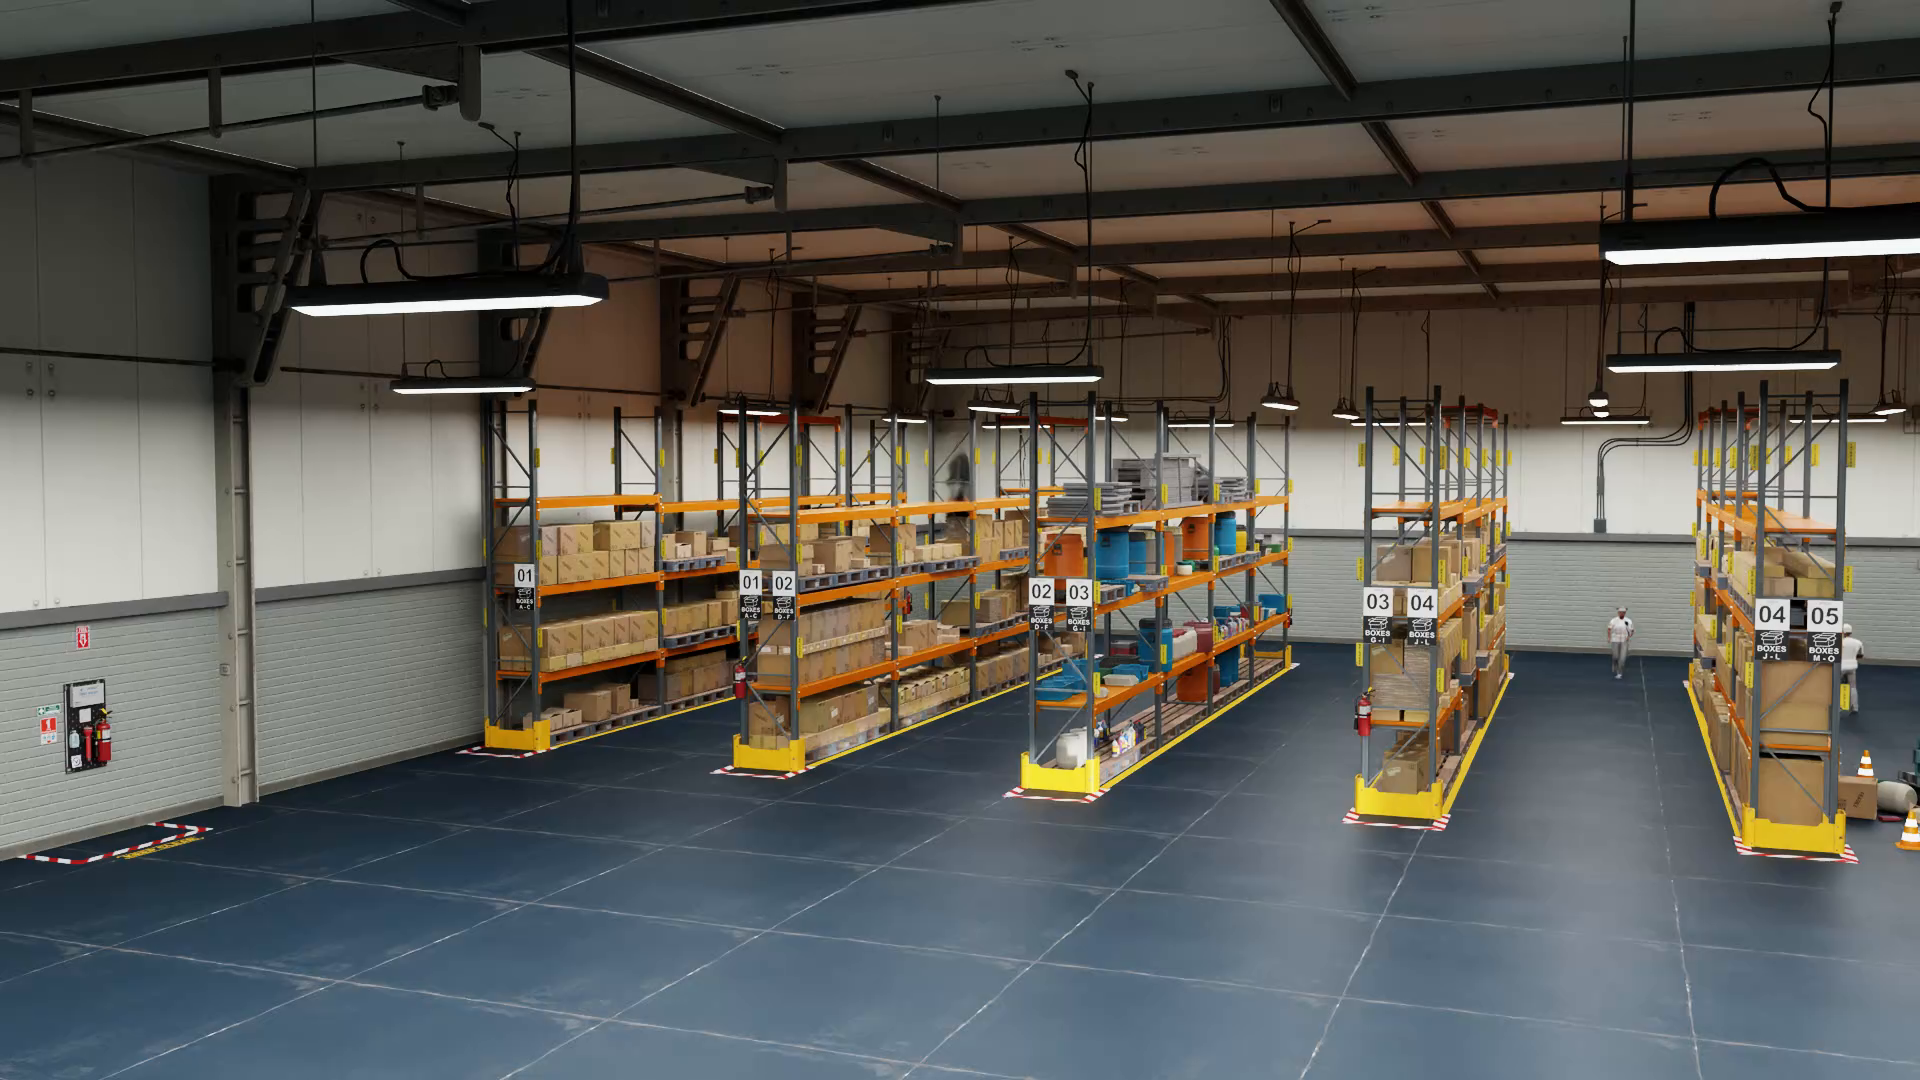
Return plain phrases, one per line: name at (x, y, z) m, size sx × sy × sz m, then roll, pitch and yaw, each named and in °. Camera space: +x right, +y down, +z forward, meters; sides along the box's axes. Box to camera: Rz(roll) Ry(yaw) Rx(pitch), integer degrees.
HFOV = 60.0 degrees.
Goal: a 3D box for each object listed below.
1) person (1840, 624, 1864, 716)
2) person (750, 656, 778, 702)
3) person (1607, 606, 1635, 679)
person at (17.064, 2.520, 32.021) m, size 0.681 × 1.803 × 0.897 m, roll 1°, pitch 3°, yaw 11°
person at (-3.467, 2.649, 29.789) m, size 0.711 × 1.750 × 0.884 m, roll 1°, pitch 3°, yaw 17°
person at (15.046, 2.322, 37.870) m, size 0.592 × 1.662 × 0.569 m, roll 1°, pitch 3°, yaw 21°
